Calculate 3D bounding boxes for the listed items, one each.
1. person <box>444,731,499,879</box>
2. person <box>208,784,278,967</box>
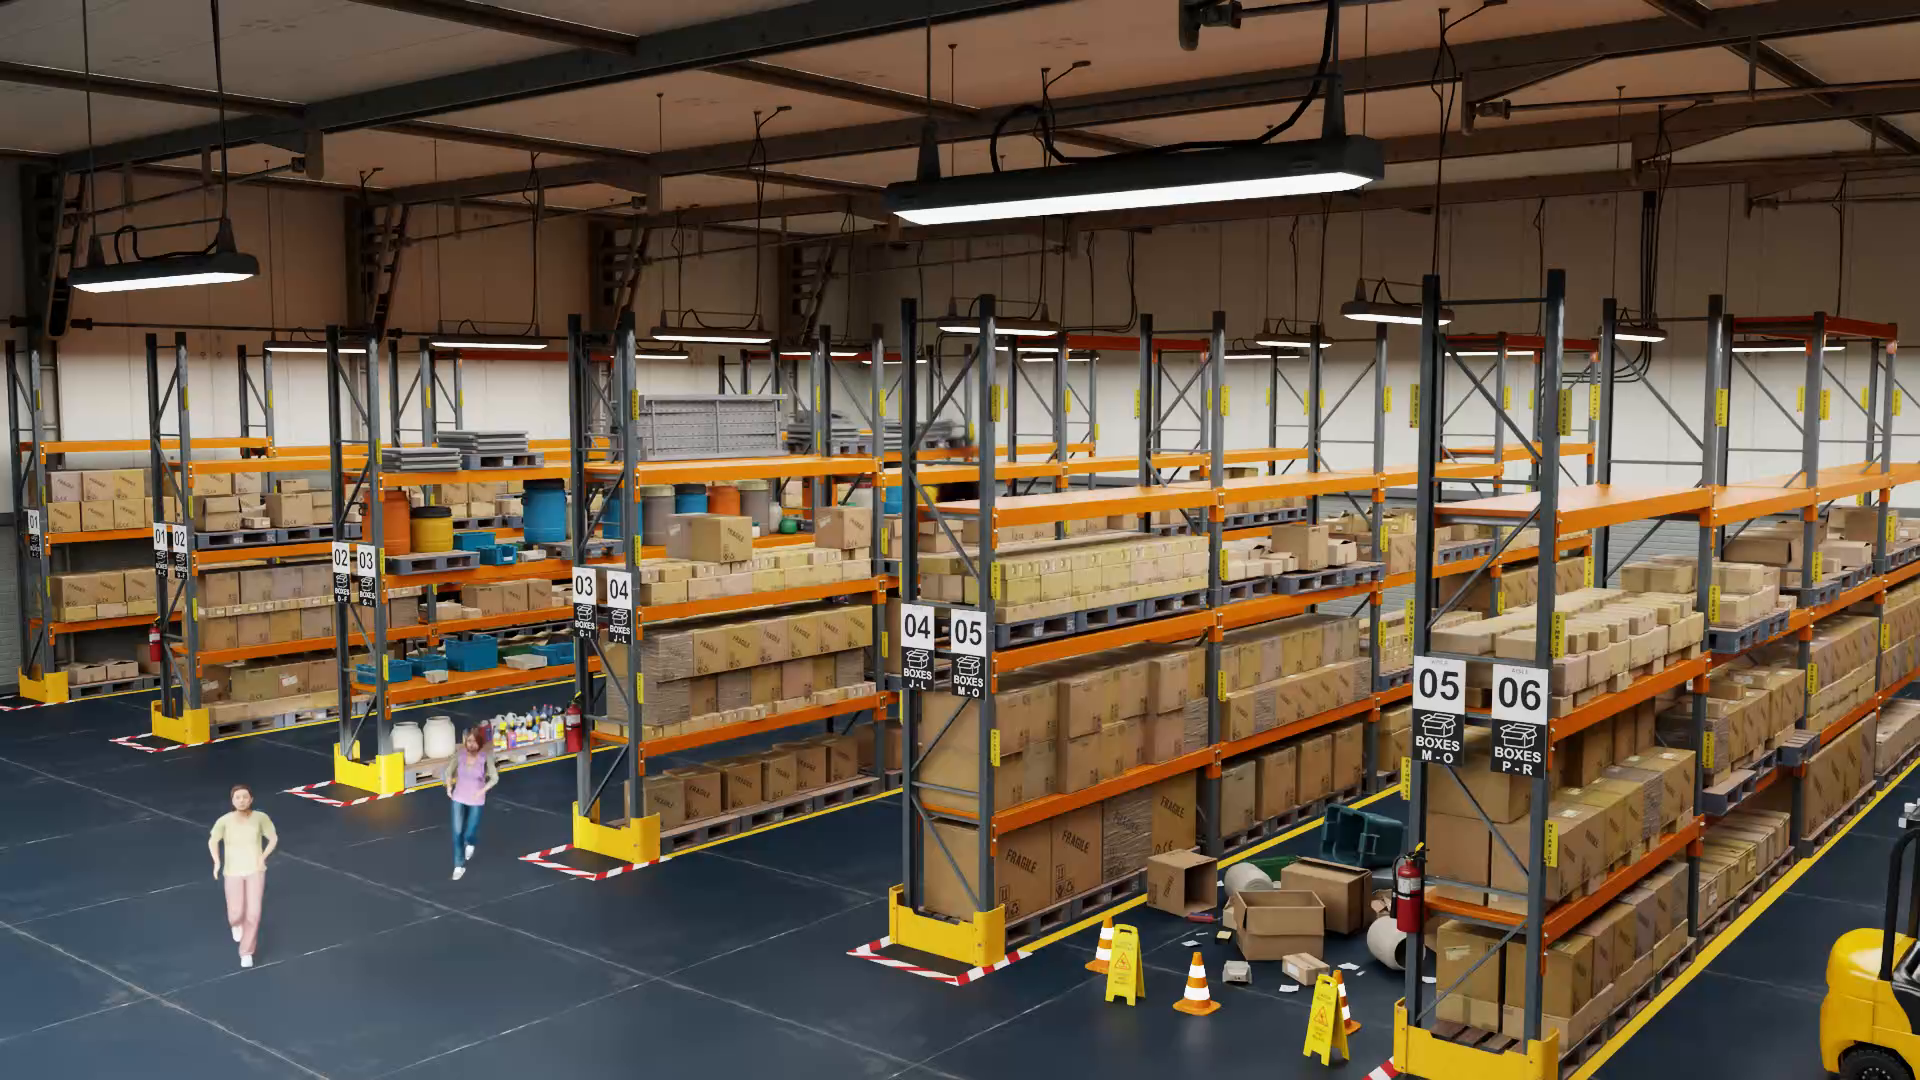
[{"bbox_3d":[-5.240,2.806,17.866,0.580,1.562,0.629,0,5,-2],"label":"person"},{"bbox_3d":[-6.481,3.012,15.067,0.582,1.626,0.561,-2,6,-24],"label":"person"}]
